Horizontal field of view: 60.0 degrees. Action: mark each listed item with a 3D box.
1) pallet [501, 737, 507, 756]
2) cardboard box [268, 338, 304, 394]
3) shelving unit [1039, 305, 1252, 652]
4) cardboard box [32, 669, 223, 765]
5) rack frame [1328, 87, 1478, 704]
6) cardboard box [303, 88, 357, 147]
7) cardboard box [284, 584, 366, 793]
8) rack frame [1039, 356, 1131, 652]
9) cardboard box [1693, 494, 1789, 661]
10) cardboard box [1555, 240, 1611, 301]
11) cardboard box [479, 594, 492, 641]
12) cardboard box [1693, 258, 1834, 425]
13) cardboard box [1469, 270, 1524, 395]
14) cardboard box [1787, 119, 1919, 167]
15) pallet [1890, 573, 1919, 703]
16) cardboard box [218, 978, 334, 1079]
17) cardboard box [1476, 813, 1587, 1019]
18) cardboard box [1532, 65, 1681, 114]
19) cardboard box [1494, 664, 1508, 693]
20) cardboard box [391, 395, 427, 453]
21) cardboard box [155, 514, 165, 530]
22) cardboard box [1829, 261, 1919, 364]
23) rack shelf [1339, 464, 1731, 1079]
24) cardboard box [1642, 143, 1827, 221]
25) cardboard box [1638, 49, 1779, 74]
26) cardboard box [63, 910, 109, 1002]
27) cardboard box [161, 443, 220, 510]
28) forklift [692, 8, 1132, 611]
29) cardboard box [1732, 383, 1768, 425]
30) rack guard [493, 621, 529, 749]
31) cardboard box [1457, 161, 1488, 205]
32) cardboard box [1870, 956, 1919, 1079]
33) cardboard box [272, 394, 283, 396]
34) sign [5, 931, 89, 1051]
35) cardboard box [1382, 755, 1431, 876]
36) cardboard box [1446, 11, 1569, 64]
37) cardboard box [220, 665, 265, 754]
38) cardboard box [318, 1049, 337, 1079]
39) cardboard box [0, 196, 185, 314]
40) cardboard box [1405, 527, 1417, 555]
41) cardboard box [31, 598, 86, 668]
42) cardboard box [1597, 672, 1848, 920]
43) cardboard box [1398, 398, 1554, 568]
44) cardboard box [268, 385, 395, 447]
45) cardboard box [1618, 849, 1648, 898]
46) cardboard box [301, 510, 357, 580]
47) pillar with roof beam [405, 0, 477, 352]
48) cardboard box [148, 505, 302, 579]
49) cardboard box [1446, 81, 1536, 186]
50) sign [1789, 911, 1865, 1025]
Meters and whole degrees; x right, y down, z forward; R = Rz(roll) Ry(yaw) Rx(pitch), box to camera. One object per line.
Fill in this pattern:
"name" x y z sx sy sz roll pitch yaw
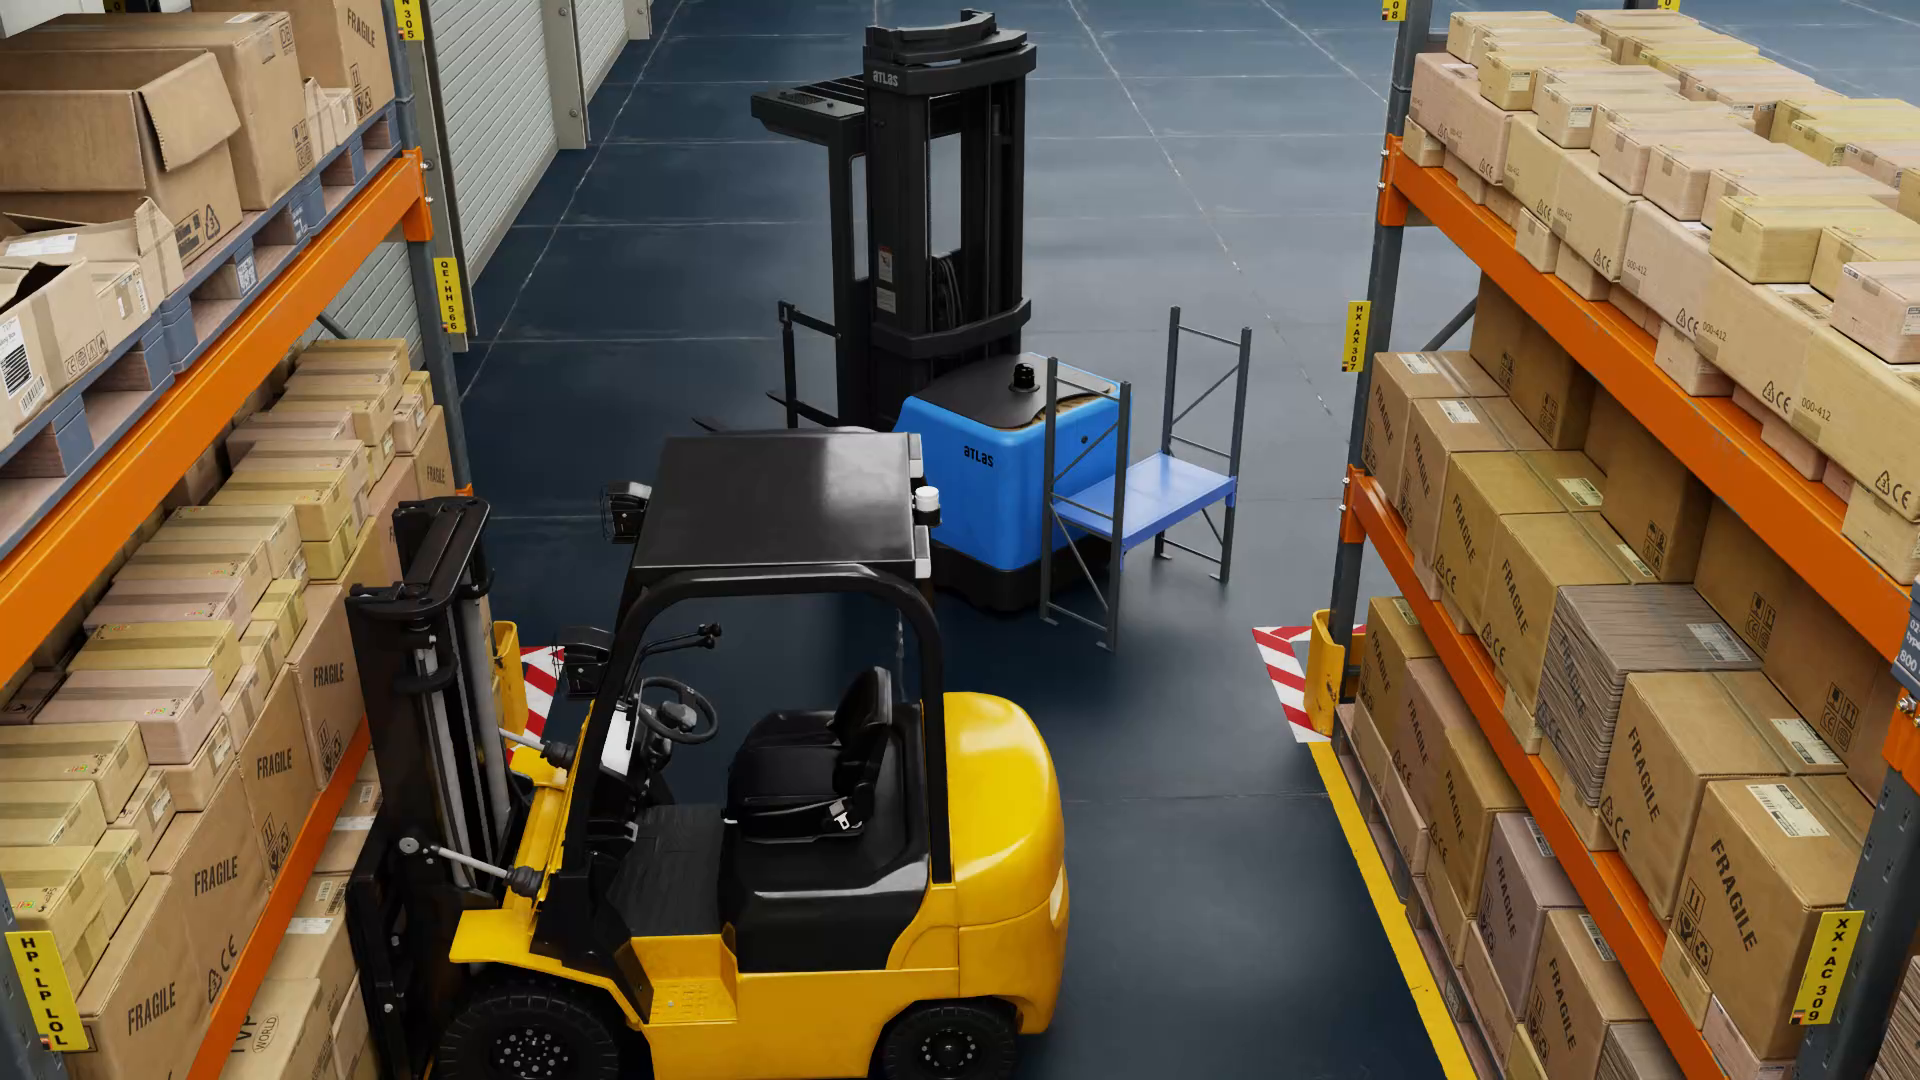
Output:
"pallet" -2.597 1.191 7.237 1.003 0.211 1.213 -1 28 -3
"cardboard box" -2.875 -0.701 6.718 0.380 0.149 0.250 -2 28 -4
"shelving unit" 0.969 -0.337 8.770 0.538 1.500 1.048 24 36 37
"cardboard box" -2.228 0.475 4.465 0.380 0.149 0.250 -1 28 -1
"rack frame" 2.278 -0.519 7.501 1.000 3.000 0.127 -1 28 -3
"cardboard box" -2.333 -1.471 5.792 0.380 0.149 0.250 -2 28 -4
"cardboard box" -2.309 0.488 5.463 0.500 0.500 0.500 -1 28 -2
"rack frame" 0.622 -0.165 8.440 0.500 1.500 0.032 24 36 37
"cardboard box" 2.676 0.032 4.934 0.700 0.500 0.500 -2 28 -4
"cardboard box" 2.096 -0.859 5.181 0.380 0.149 0.250 -2 28 -4
"cardboard box" -2.344 0.398 7.182 0.500 0.250 0.500 0 28 -1
"cardboard box" 2.167 -0.497 4.057 0.500 0.250 0.500 -2 28 -3
"cardboard box" 2.522 -0.907 6.735 0.700 0.500 0.500 -2 28 -4
"cardboard box" 2.632 -1.113 4.806 0.380 0.149 0.250 -1 28 -2
"pallet" 2.412 0.370 2.757 1.213 0.211 1.003 -1 28 -3
"cardboard box" -2.199 1.573 4.929 0.500 0.250 0.500 -1 28 -3
"cardboard box" 2.131 1.292 5.738 0.500 0.500 0.500 0 28 0
"cardboard box" 2.120 -1.459 5.469 0.380 0.149 0.250 -2 28 -3
"cardboard box" 2.121 0.475 5.866 0.380 0.149 0.250 -2 28 -4
"cardboard box" -2.338 -0.458 6.575 0.380 0.149 0.250 -1 28 -2
"cardboard box" -2.924 0.030 5.640 0.380 0.149 0.250 0 28 -1
"cardboard box" 2.162 -0.503 3.636 0.380 0.149 0.250 -2 28 -4
"rack shelf" 2.382 0.724 5.896 1.077 0.370 4.000 -1 28 -3
"cardboard box" 2.117 -0.982 4.555 0.380 0.149 0.250 -1 28 -2
"cardboard box" 2.559 -1.586 5.713 0.380 0.149 0.250 -1 28 -2
"cardboard box" -2.224 0.965 3.847 0.380 0.149 0.250 -2 28 -3
"cardboard box" -2.830 -0.222 5.800 0.380 0.149 0.250 -1 28 -1
"forklift" -0.440 -1.506 9.468 1.130 2.935 3.031 -25 36 -39
"cardboard box" 2.237 -0.383 4.268 0.380 0.149 0.250 -2 28 -4
"rack guard" -2.680 0.700 7.867 1.175 0.500 0.348 -1 28 -3
"cardboard box" 2.053 -1.334 6.092 0.380 0.149 0.250 -1 28 -1
"cardboard box" 2.224 1.190 3.341 0.500 0.500 0.500 -1 28 -1
"cardboard box" -2.921 -0.566 6.782 0.380 0.149 0.250 -2 28 -4
"sign" -1.929 0.954 3.510 0.100 0.325 0.005 -1 28 -3
"cardboard box" 2.063 1.129 6.860 0.500 0.250 0.500 0 28 -1
"cardboard box" 2.092 -1.922 6.357 0.380 0.149 0.250 -2 28 -3
"cardboard box" -2.232 0.489 4.760 0.380 0.149 0.250 -2 28 -3
"cardboard box" -2.216 1.798 5.037 0.500 0.250 0.500 -2 28 -3
"cardboard box" -2.245 -0.743 4.271 0.396 0.266 0.258 -2 28 -4
"cardboard box" 2.049 -0.005 6.787 0.380 0.149 0.250 -2 28 -4
"cardboard box" -2.823 0.254 4.888 0.380 0.149 0.250 -2 28 -3
"cardboard box" 2.181 0.716 4.704 0.500 0.500 0.500 0 28 -1
"cardboard box" 2.055 -0.230 6.518 0.500 0.500 0.500 -1 28 -1
"cardboard box" -2.365 -0.467 6.271 0.380 0.149 0.250 -1 28 -1
"cardboard box" 2.211 0.946 4.964 0.380 0.149 0.250 -2 28 -3
"cardboard box" -2.290 0.016 5.666 0.380 0.149 0.250 -1 28 -2
"pillar with roof beam" 0.443 -5.588 10.734 9.100 9.000 0.400 -1 28 -3
"cardboard box" -2.364 0.008 5.360 0.380 0.149 0.250 -1 28 -2
"cardboard box" 2.054 -1.442 5.869 0.500 0.250 0.500 -2 28 -3
"sign" 1.945 0.961 3.727 0.100 0.325 0.005 -1 28 -3
